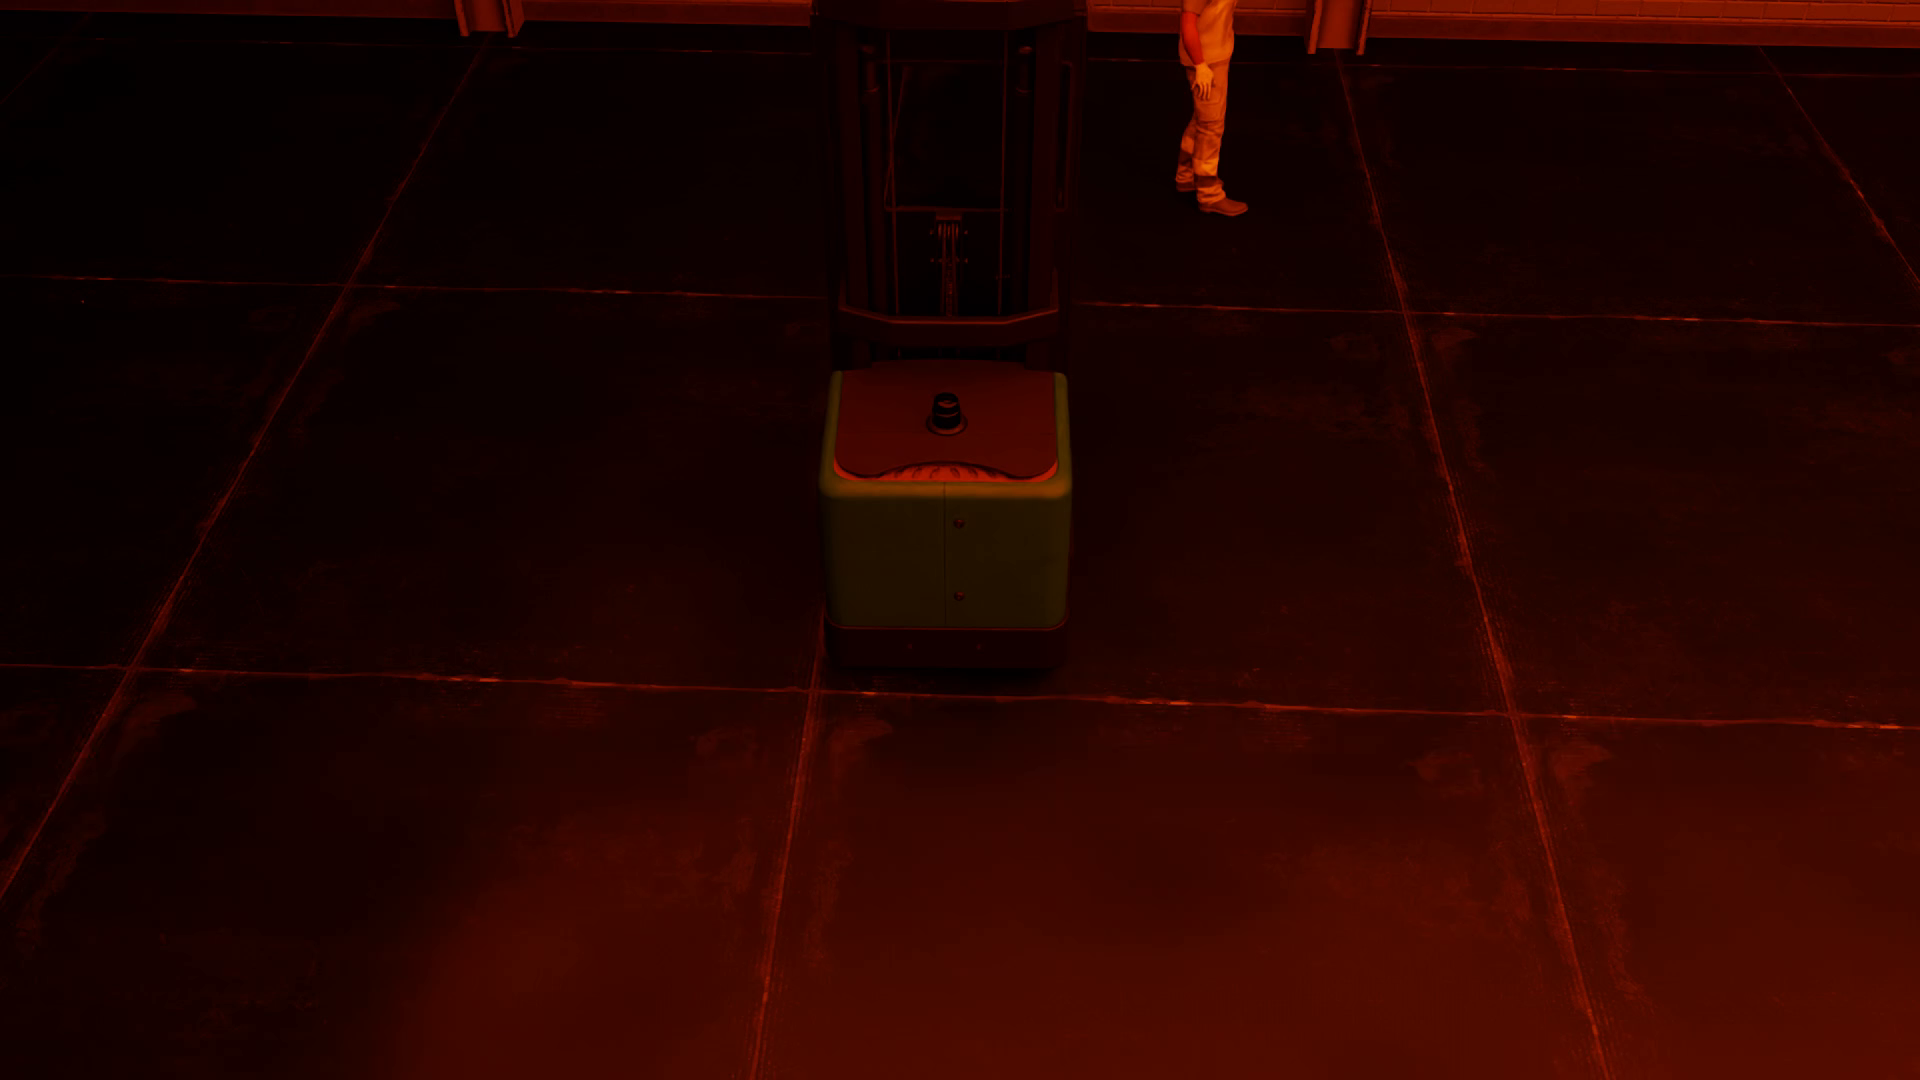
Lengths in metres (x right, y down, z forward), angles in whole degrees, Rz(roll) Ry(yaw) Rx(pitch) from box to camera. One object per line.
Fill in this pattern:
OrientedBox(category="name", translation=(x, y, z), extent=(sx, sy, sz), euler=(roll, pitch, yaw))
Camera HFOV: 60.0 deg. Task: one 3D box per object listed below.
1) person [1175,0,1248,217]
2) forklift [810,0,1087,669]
OrientedBox(category="person", translation=(1.520, -2.787, 9.644), extent=(0.533, 1.790, 0.713), euler=(9, 43, 9))
OrientedBox(category="forklift", translation=(-0.041, -1.496, 7.380), extent=(1.130, 2.935, 3.031), euler=(1, 42, 1))
